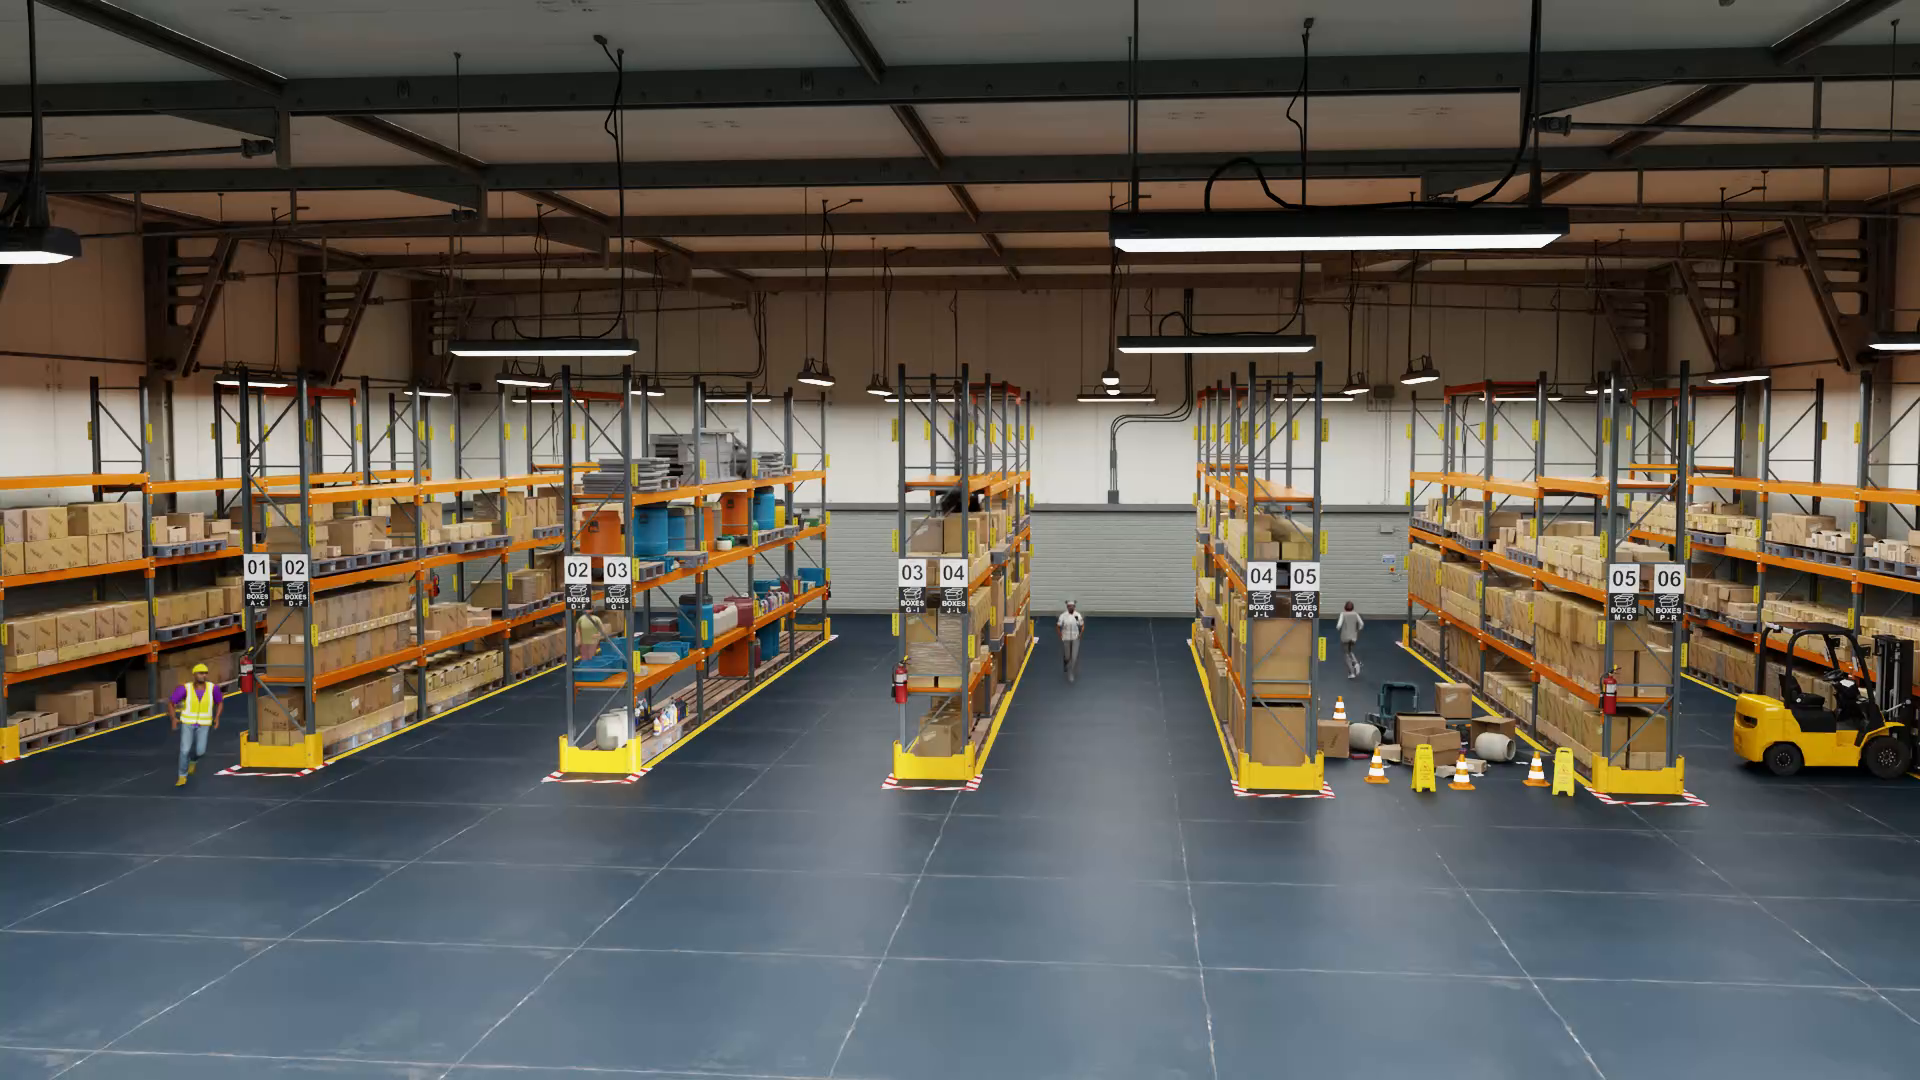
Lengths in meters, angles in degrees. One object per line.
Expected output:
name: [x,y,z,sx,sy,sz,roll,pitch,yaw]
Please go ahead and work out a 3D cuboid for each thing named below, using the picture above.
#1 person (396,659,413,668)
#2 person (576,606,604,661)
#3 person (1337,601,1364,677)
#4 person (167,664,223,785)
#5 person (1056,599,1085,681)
person: [-11.295,2.019,33.762,0.581,1.658,0.638,0,4,5]
person: [-7.356,2.073,33.014,0.570,1.637,0.564,0,4,-3]
person: [7.978,2.029,34.168,0.521,1.567,0.540,0,4,-6]
person: [-10.966,2.627,23.870,0.749,1.700,0.553,-2,4,-31]
person: [2.253,2.018,33.809,0.585,1.662,0.604,0,4,0]
